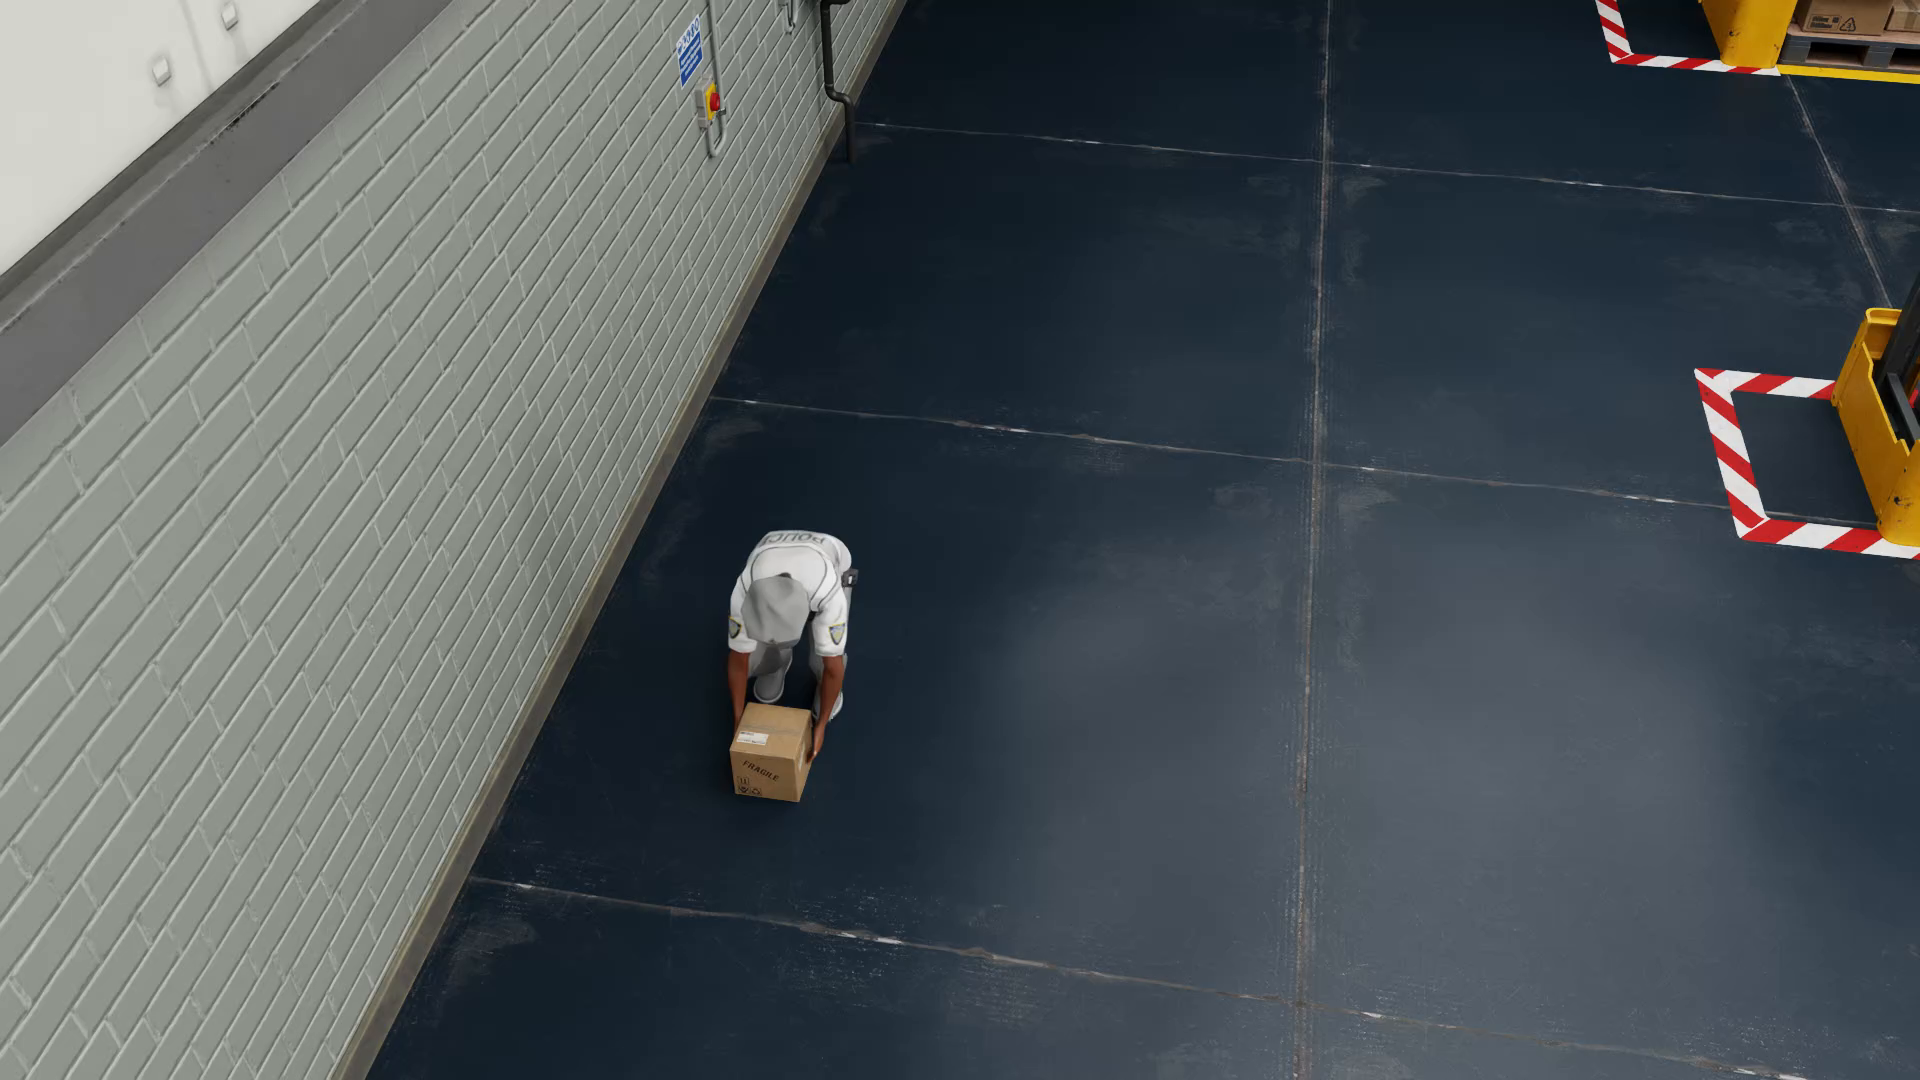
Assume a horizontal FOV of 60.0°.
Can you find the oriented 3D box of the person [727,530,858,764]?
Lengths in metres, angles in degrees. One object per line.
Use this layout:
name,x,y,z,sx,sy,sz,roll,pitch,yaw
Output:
person,-0.637,0.326,6.347,0.482,0.930,0.862,6,41,7
